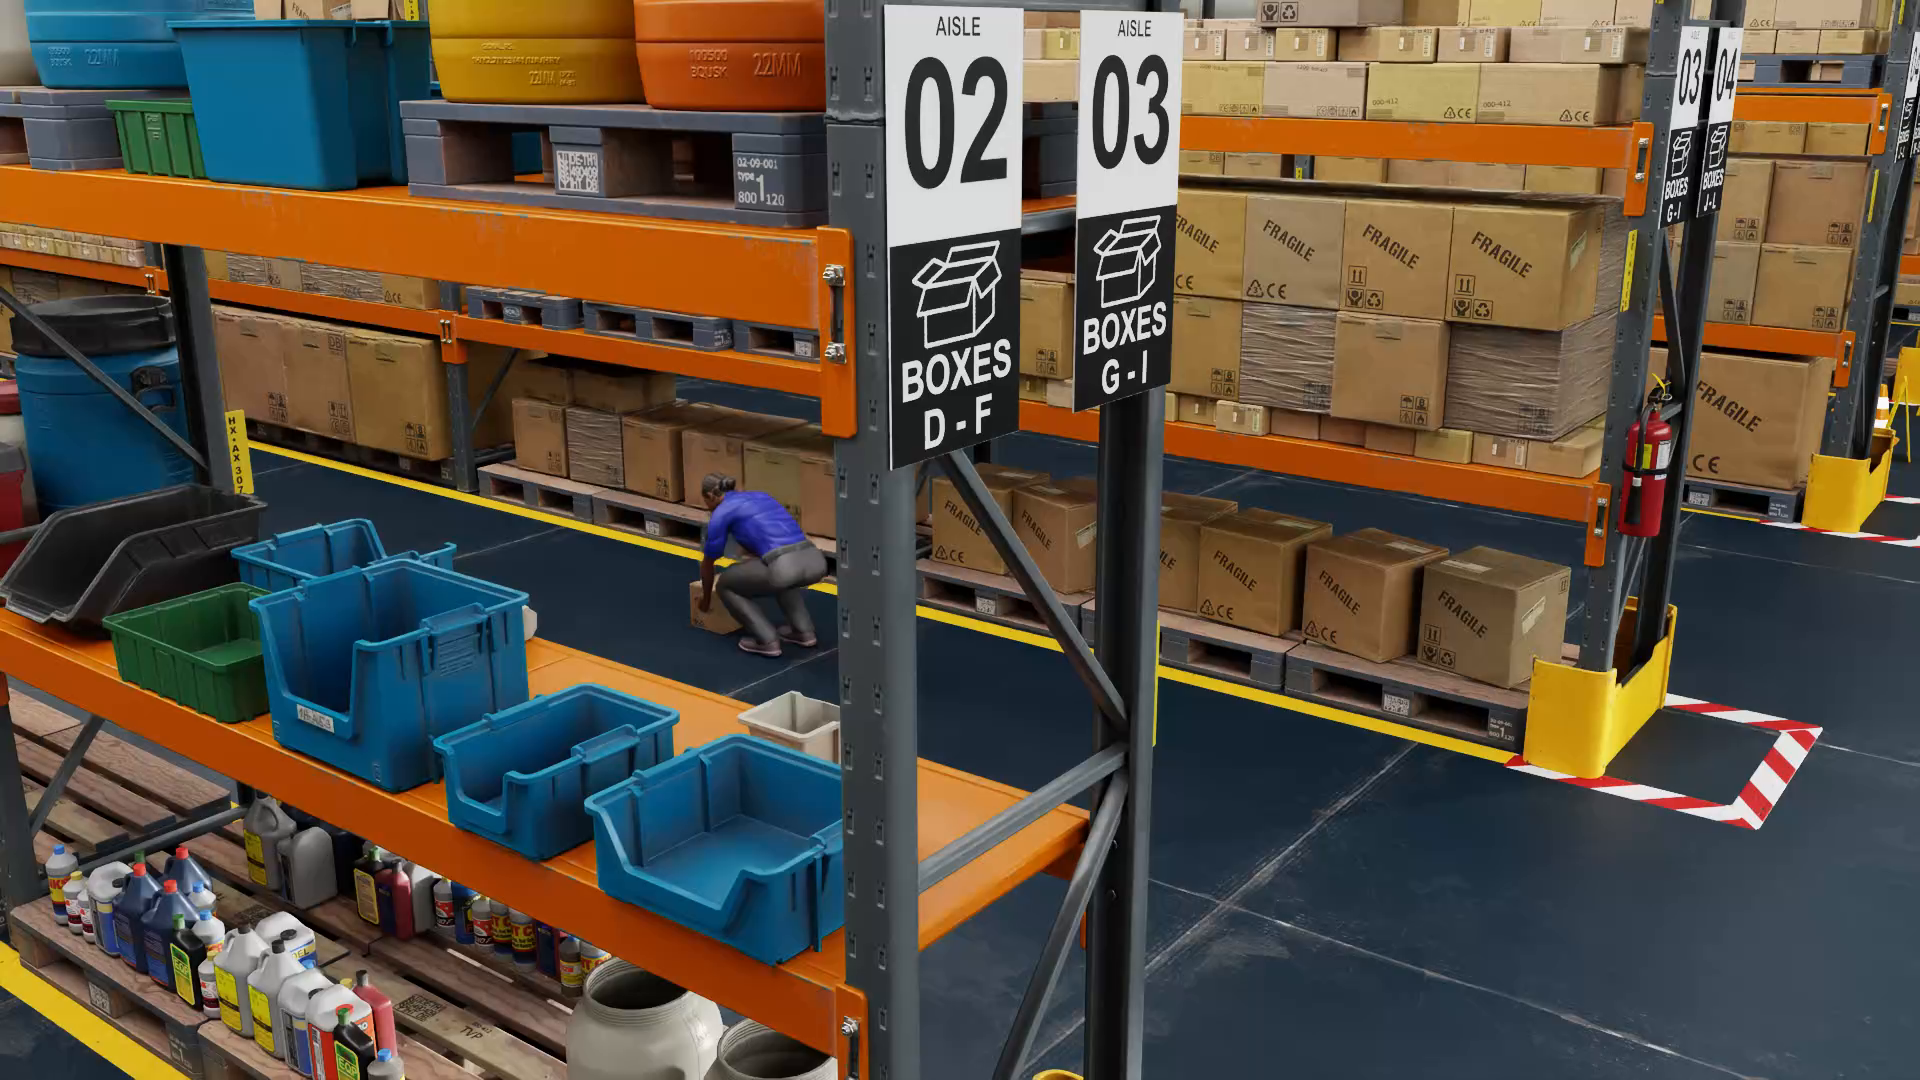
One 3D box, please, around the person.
[{"bbox_3d":[-1.088,0.124,8.949,0.483,0.911,0.818,-15,23,-42],"label":"person"}]
